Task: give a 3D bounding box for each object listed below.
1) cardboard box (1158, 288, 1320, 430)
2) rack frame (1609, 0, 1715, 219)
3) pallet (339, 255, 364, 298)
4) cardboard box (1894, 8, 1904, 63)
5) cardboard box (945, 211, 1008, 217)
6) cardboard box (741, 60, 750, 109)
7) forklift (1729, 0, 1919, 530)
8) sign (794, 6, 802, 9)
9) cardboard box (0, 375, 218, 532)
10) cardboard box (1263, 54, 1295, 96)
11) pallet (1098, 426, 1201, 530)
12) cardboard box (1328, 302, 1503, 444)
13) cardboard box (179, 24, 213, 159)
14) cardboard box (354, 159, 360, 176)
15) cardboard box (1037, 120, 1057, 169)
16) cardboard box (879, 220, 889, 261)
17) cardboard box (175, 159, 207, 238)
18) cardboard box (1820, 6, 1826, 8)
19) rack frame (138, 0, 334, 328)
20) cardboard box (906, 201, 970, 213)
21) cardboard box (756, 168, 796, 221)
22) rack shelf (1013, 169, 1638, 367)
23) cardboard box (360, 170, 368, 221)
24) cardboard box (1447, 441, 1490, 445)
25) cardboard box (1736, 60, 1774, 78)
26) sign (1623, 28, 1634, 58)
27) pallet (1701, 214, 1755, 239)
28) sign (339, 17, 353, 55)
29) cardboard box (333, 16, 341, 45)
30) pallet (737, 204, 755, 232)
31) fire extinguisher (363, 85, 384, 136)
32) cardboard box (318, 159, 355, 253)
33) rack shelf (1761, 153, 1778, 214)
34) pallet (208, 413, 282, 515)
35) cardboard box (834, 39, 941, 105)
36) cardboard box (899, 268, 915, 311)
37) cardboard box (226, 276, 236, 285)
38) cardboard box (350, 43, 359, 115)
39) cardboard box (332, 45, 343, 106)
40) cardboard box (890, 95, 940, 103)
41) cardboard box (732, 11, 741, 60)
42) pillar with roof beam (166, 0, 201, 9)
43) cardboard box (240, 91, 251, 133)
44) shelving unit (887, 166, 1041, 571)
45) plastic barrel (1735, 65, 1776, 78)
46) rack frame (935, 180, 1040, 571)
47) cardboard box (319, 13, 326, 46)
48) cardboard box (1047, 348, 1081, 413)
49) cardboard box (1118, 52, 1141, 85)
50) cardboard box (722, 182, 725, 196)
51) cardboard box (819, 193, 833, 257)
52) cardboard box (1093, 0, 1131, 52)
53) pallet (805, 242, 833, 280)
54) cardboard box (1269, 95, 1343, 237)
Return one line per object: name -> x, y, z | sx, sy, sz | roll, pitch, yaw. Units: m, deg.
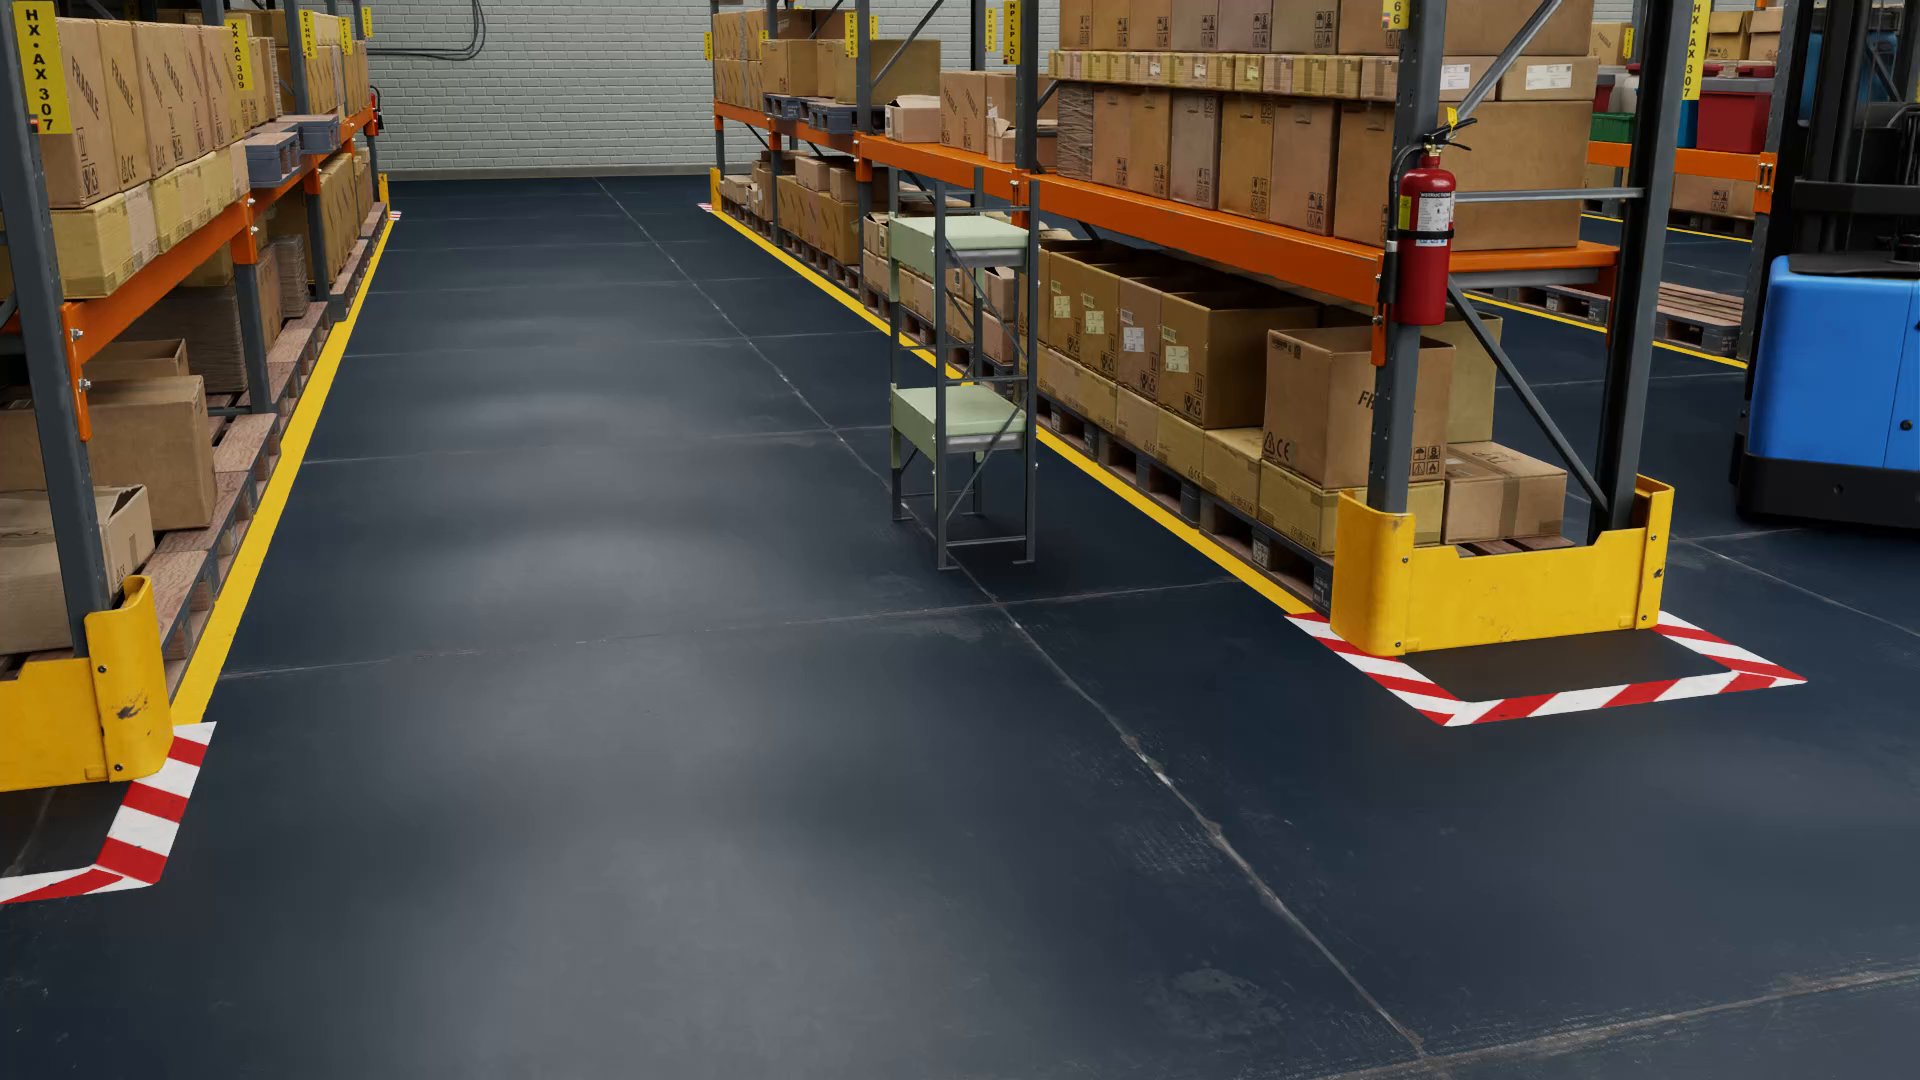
cardboard box -> 1.177, -0.781, 7.085 | 0.500, 0.500, 0.500 | -5, 17, -15
rack frame -> 8.127, -5.239, 19.179 | 1.000, 3.000, 0.127 | -5, 17, -15
pallet -> -5.537, -2.183, 13.853 | 1.003, 0.211, 1.213 | -5, 17, -15
cardboard box -> 9.041, -4.864, 16.015 | 0.797, 0.503, 0.637 | -4, 17, -13
cardboard box -> 0.081, -2.378, 12.729 | 0.500, 0.311, 0.500 | -4, 17, -14
cardboard box -> -2.069, -4.907, 17.900 | 0.500, 0.500, 0.500 | -4, 17, -14
forklift -> 4.442, -1.791, 7.821 | 1.130, 2.935, 3.031 | 8, 18, 24
sign -> -1.959, -6.308, 20.174 | 0.100, 0.325, 0.005 | -5, 17, -15
cardboard box -> -3.277, -0.322, 6.389 | 0.700, 0.500, 0.500 | -6, 18, -19
cardboard box -> 1.400, -1.800, 6.427 | 0.380, 0.149, 0.250 | -4, 17, -15
pallet -> 1.317, -0.347, 7.741 | 1.003, 0.211, 1.213 | -5, 17, -15
cardboard box -> 1.826, -0.685, 6.765 | 0.500, 0.500, 0.500 | -5, 17, -15
cardboard box -> -3.264, -1.764, 6.533 | 0.500, 0.500, 0.500 | -5, 17, -17
cardboard box -> -6.186, -3.703, 16.553 | 0.380, 0.149, 0.250 | -4, 17, -13
cardboard box -> 0.623, -2.305, 9.672 | 0.500, 0.250, 0.500 | -4, 17, -12
cardboard box -> -0.285, -2.191, 12.105 | 0.500, 0.311, 0.500 | -5, 17, -17
cardboard box -> -3.119, -1.267, 6.181 | 0.500, 0.250, 0.500 | -5, 17, -15
cardboard box -> 11.959, -6.949, 22.443 | 0.500, 0.500, 0.500 | -5, 17, -16
rack frame -> -5.061, -2.958, 11.585 | 1.000, 3.000, 0.127 | -5, 17, -15
cardboard box -> -0.150, -2.512, 13.683 | 0.500, 0.500, 0.500 | -4, 17, -13
cardboard box -> -1.828, -3.606, 17.322 | 0.500, 0.500, 0.500 | -5, 17, -15
rack shelf -> 1.350, -1.346, 7.470 | 1.077, 0.370, 4.000 | -5, 17, -15
cardboard box -> -6.541, -3.564, 17.220 | 0.700, 0.500, 0.500 | -4, 17, -14
cardboard box -> 1.825, -0.326, 6.872 | 0.500, 0.250, 0.500 | -5, 17, -15
cardboard box -> 8.437, -4.720, 17.277 | 0.500, 0.500, 0.500 | -4, 17, -14
sign -> 7.594, -5.647, 18.896 | 0.100, 0.325, 0.005 | -5, 17, -15
pallet -> 8.751, -3.358, 17.764 | 1.003, 0.211, 1.213 | -5, 17, -15
sign -> -5.641, -4.626, 15.265 | 0.100, 0.325, 0.005 | -5, 17, -15
cardboard box -> -5.786, -4.514, 14.737 | 0.500, 0.250, 0.500 | -4, 17, -14
pallet -> -1.925, -3.649, 18.735 | 1.003, 0.211, 1.213 | -5, 17, -15
fire extinguisher -> -6.858, -5.033, 19.277 | 0.296, 0.674, 0.183 | -5, 17, -15
cardboard box -> -5.610, -2.821, 14.135 | 0.750, 0.750, 0.750 | -4, 17, -14
rack shelf -> 6.113, -1.737, 8.771 | 1.077, 0.370, 4.000 | -5, 17, -15
pallet -> -3.743, -0.333, 7.693 | 1.003, 0.211, 1.213 | -5, 17, -15
cardboard box -> -0.581, -3.765, 13.367 | 0.700, 0.500, 0.500 | -12, 20, -34
cardboard box -> -0.150, -1.784, 11.728 | 0.500, 0.250, 0.500 | -5, 17, -17
cardboard box -> -4.371, -1.206, 9.334 | 0.700, 0.500, 0.500 | -5, 17, -16
cardboard box -> -6.489, -4.562, 16.402 | 0.980, 0.700, 0.700 | -5, 17, -17
cardboard box -> -5.642, -4.016, 14.382 | 0.500, 0.500, 0.500 | -5, 17, -15
cardboard box -> -0.241, -3.204, 12.558 | 0.500, 0.311, 0.500 | -4, 17, -12
cardboard box -> -2.205, -5.523, 18.214 | 0.500, 0.500, 0.500 | -5, 17, -16
pillar with roof beam -> -3.045, -7.403, 15.955 | 9.100, 9.000, 0.400 | -5, 17, -15
cardboard box -> -4.216, -2.409, 8.818 | 0.700, 0.500, 0.500 | -3, 17, -10
shelving unit -> 0.002, -0.716, 6.730 | 0.431, 1.500, 0.755 | -5, 17, -15
plastic barrel -> 5.512, -2.982, 11.428 | 0.433, 0.535, 0.433 | 0, 17, 0
rack frame -> 0.102, -0.615, 6.393 | 0.400, 1.500, 0.023 | -5, 17, -15
cardboard box -> -5.374, -4.090, 13.325 | 0.500, 0.250, 0.500 | -5, 17, -16
cardboard box -> 0.768, -0.837, 8.575 | 0.500, 0.250, 0.500 | -5, 17, -15
cardboard box -> 0.969, -2.230, 7.862 | 0.380, 0.149, 0.250 | -5, 18, -17
cardboard box -> -2.645, -4.205, 19.897 | 0.380, 0.166, 0.250 | -5, 17, -15
cardboard box -> -0.924, -2.747, 14.464 | 0.500, 0.500, 0.500 | -5, 18, -17
cardboard box -> 1.068, -2.651, 8.136 | 0.700, 0.500, 0.500 | -5, 17, -15
pallet -> -0.800, -2.561, 15.112 | 1.003, 0.211, 1.213 | -5, 17, -15
cardboard box -> 1.634, -1.460, 6.426 | 0.700, 0.500, 0.500 | -4, 17, -14
